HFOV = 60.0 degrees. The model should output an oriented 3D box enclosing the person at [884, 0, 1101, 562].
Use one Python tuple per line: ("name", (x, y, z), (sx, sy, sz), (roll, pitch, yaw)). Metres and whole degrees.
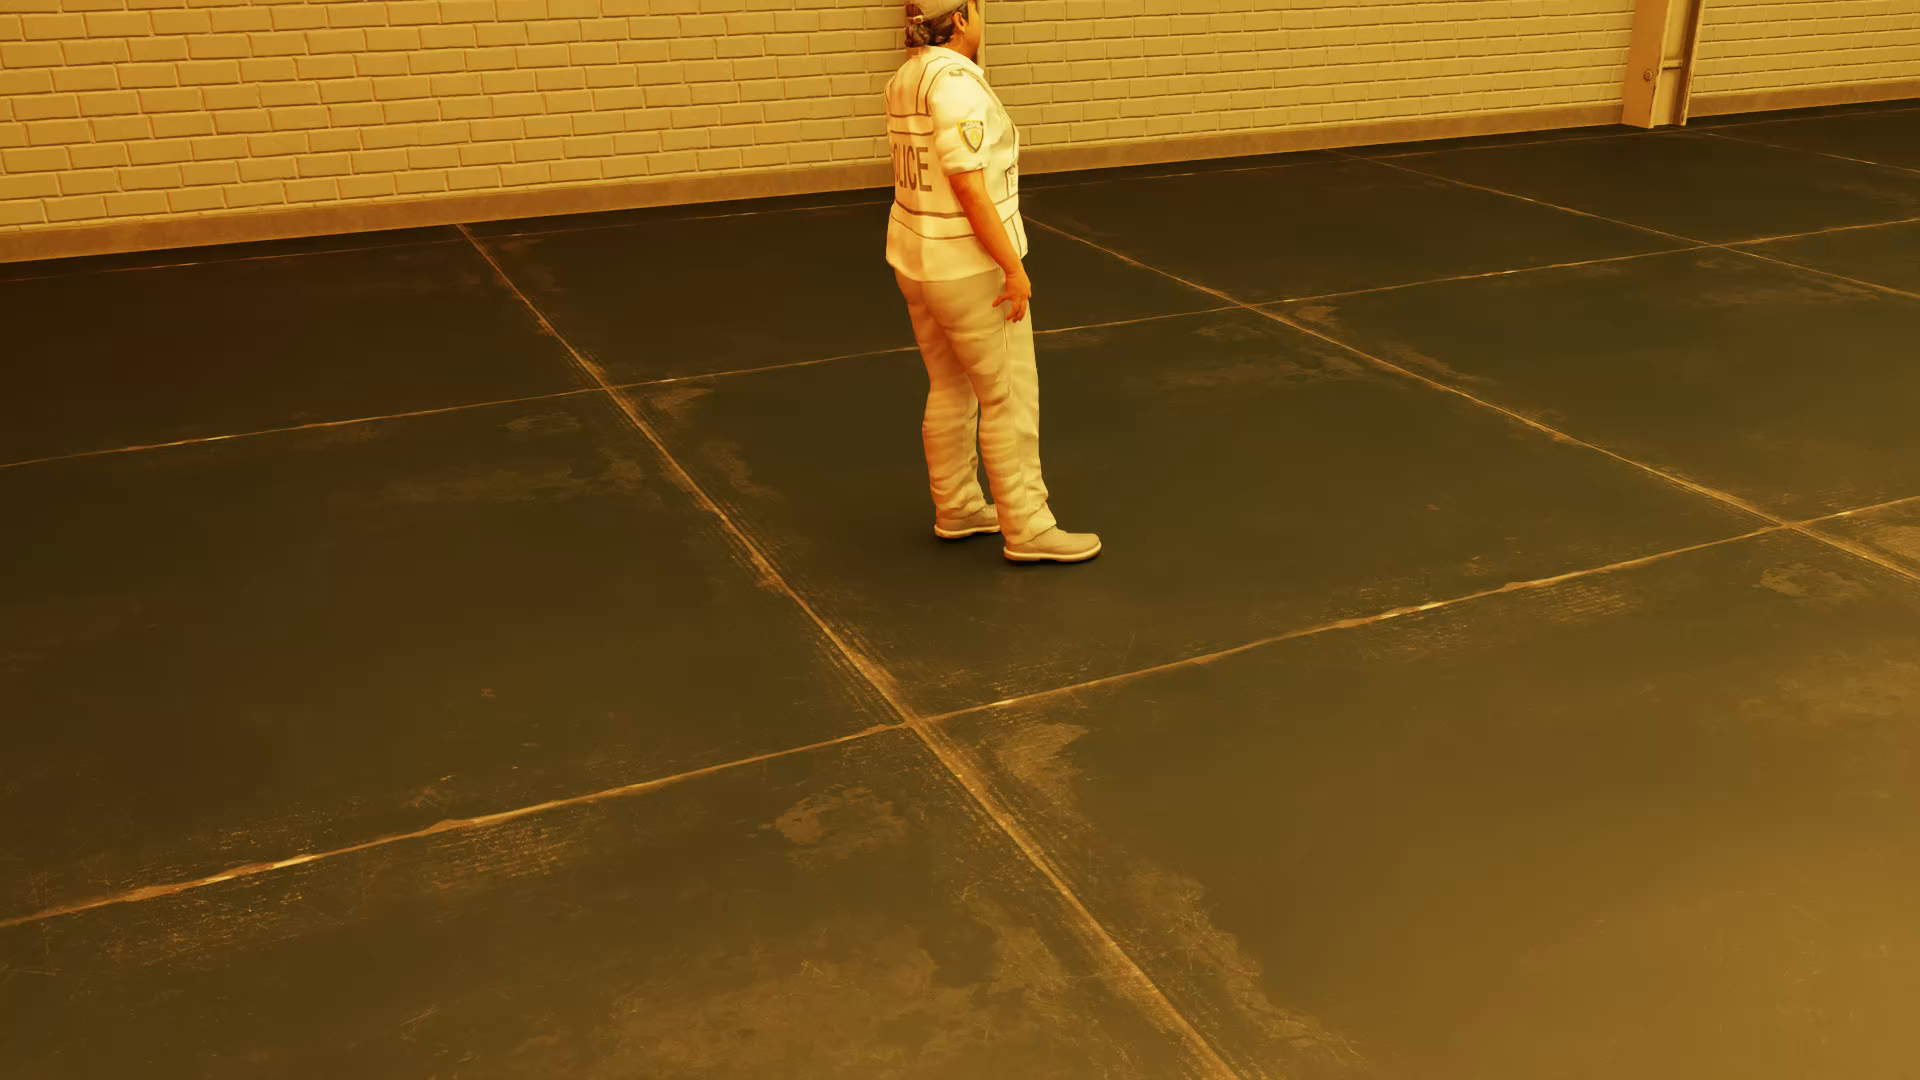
("person", (0.079, -0.782, 4.795), (0.529, 1.670, 0.598), (-10, 25, -23))
